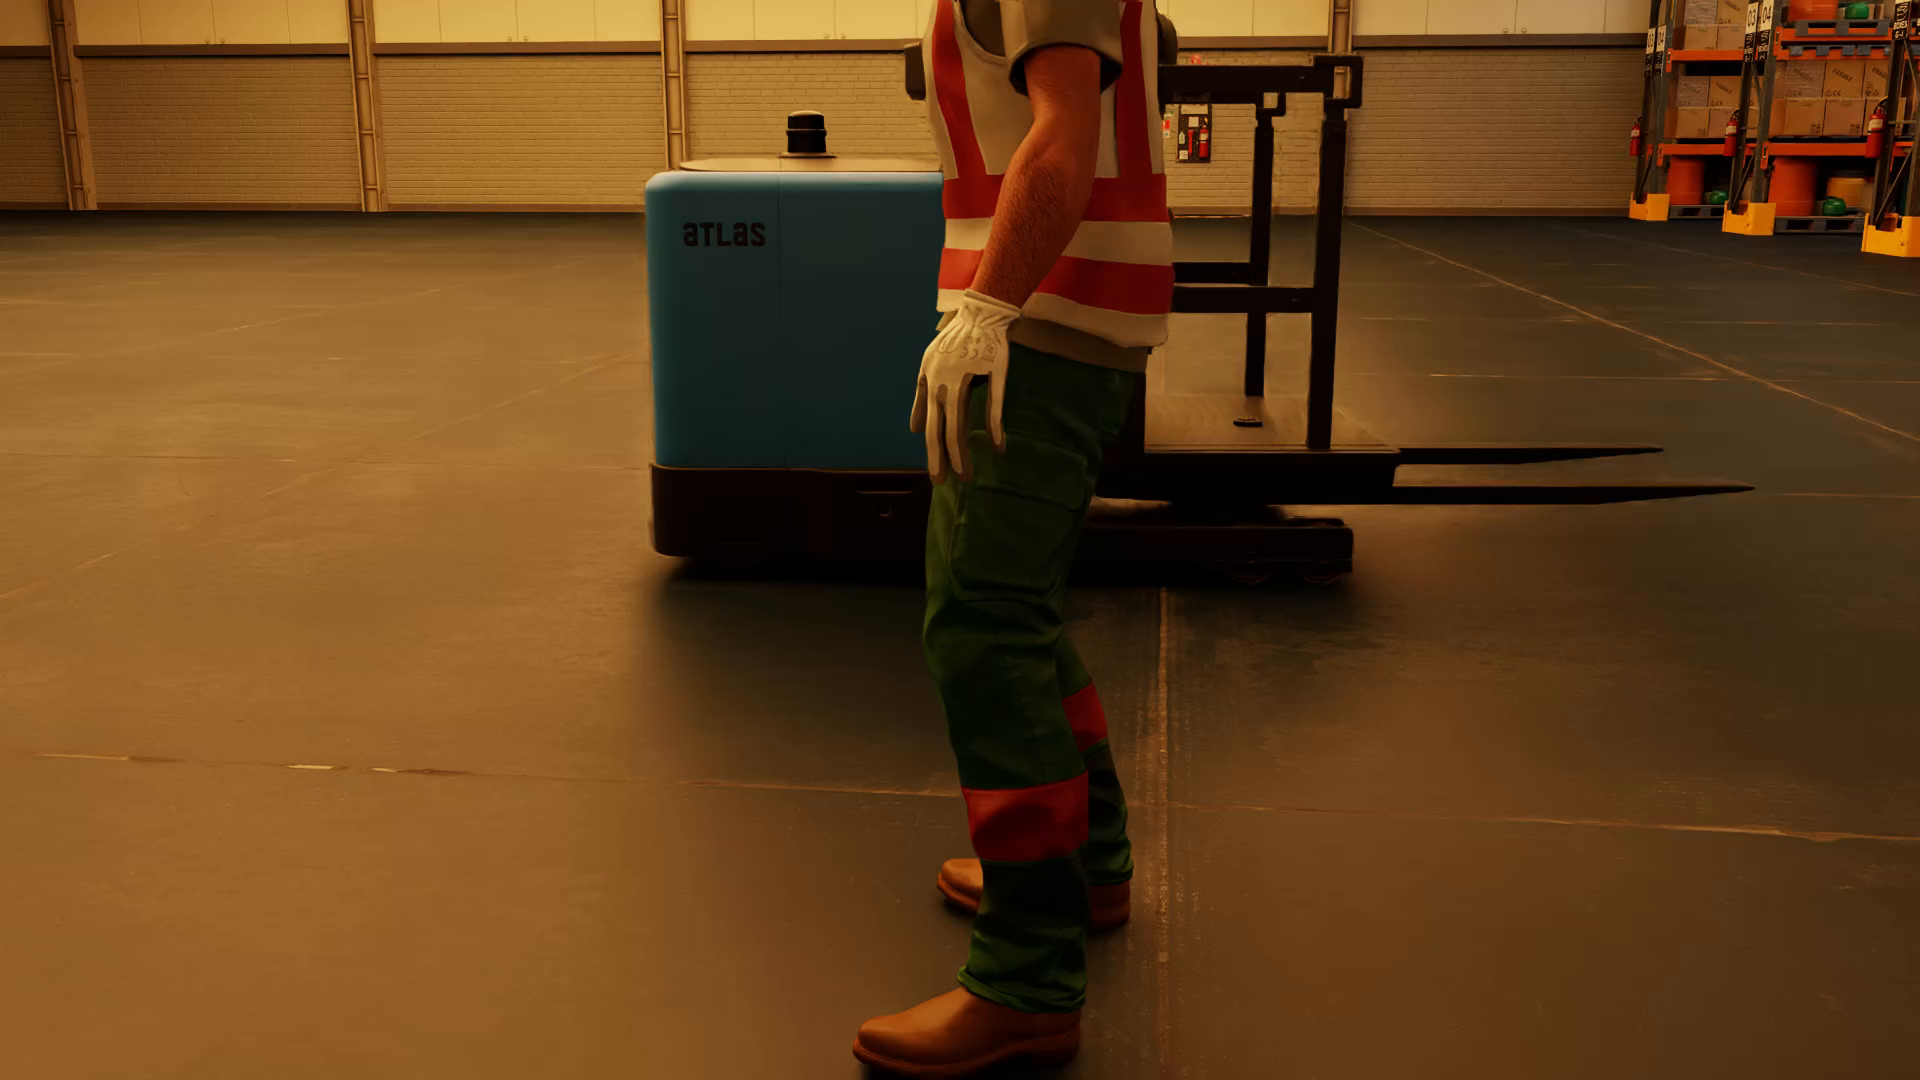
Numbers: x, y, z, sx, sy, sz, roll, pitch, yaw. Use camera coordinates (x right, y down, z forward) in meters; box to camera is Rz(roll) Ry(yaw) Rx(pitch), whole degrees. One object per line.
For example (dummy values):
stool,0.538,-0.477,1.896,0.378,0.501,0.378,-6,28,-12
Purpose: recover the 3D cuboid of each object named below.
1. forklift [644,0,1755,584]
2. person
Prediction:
forklift,0.682,-1.430,4.627,3.031,2.935,1.130,0,13,0
person,0.075,-0.265,2.228,0.412,1.757,0.803,1,13,3
